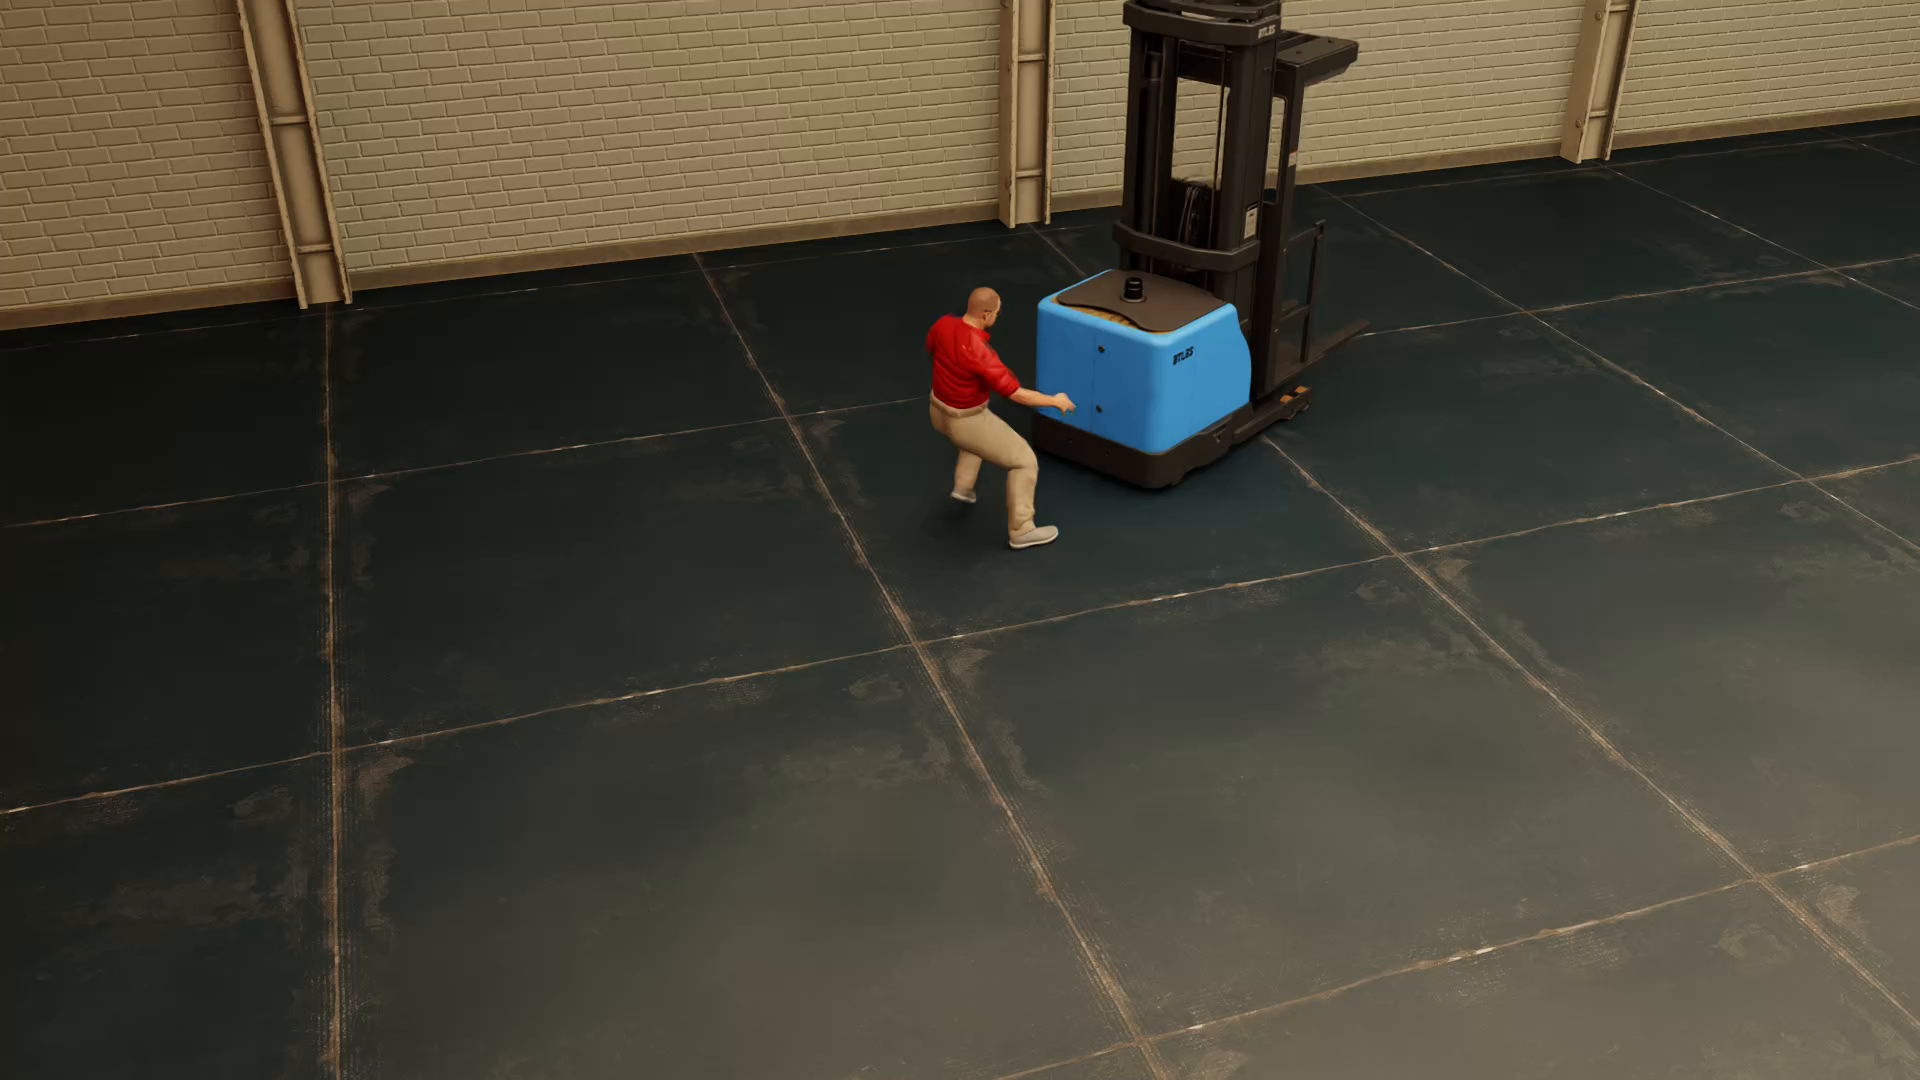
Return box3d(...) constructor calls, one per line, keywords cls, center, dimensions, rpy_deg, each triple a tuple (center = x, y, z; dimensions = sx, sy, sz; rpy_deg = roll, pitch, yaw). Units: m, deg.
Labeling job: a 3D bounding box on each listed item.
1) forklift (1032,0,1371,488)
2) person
box3d(cls="forklift", center=(1.821, -2.249, 10.996), dimensions=(1.130, 2.935, 3.031), rpy_deg=(24, 37, 35))
box3d(cls="person", center=(0.199, -0.799, 9.834), dimensions=(0.686, 1.565, 0.863), rpy_deg=(-21, 36, -32))
